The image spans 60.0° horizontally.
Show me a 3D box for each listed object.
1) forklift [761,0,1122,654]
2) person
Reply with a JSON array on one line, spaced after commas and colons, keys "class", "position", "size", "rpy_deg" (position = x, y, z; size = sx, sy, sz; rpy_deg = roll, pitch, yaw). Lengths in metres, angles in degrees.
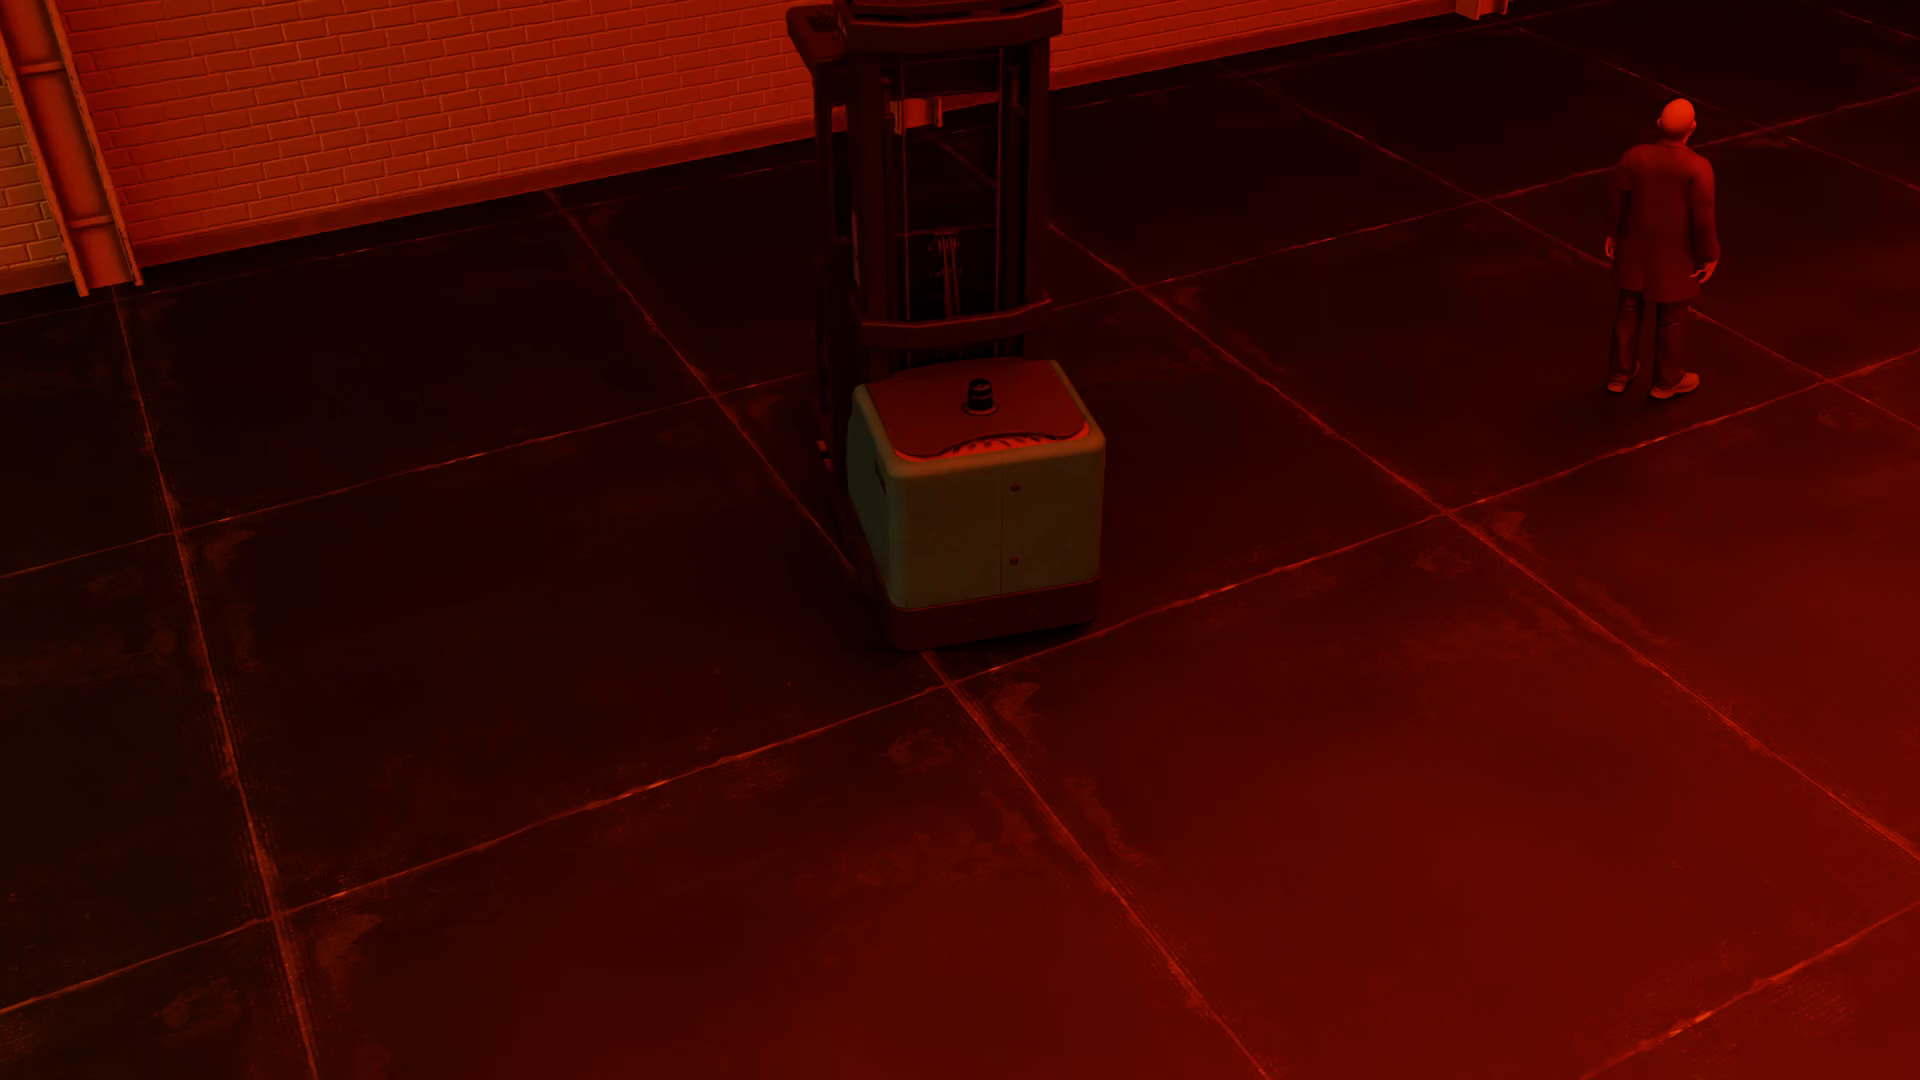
[{"class": "forklift", "position": [-0.274, -1.510, 8.259], "size": [1.130, 2.935, 3.031], "rpy_deg": [-13, 37, -18]}, {"class": "person", "position": [4.010, -1.673, 9.477], "size": [0.582, 1.776, 0.695], "rpy_deg": [-29, 44, -34]}]
